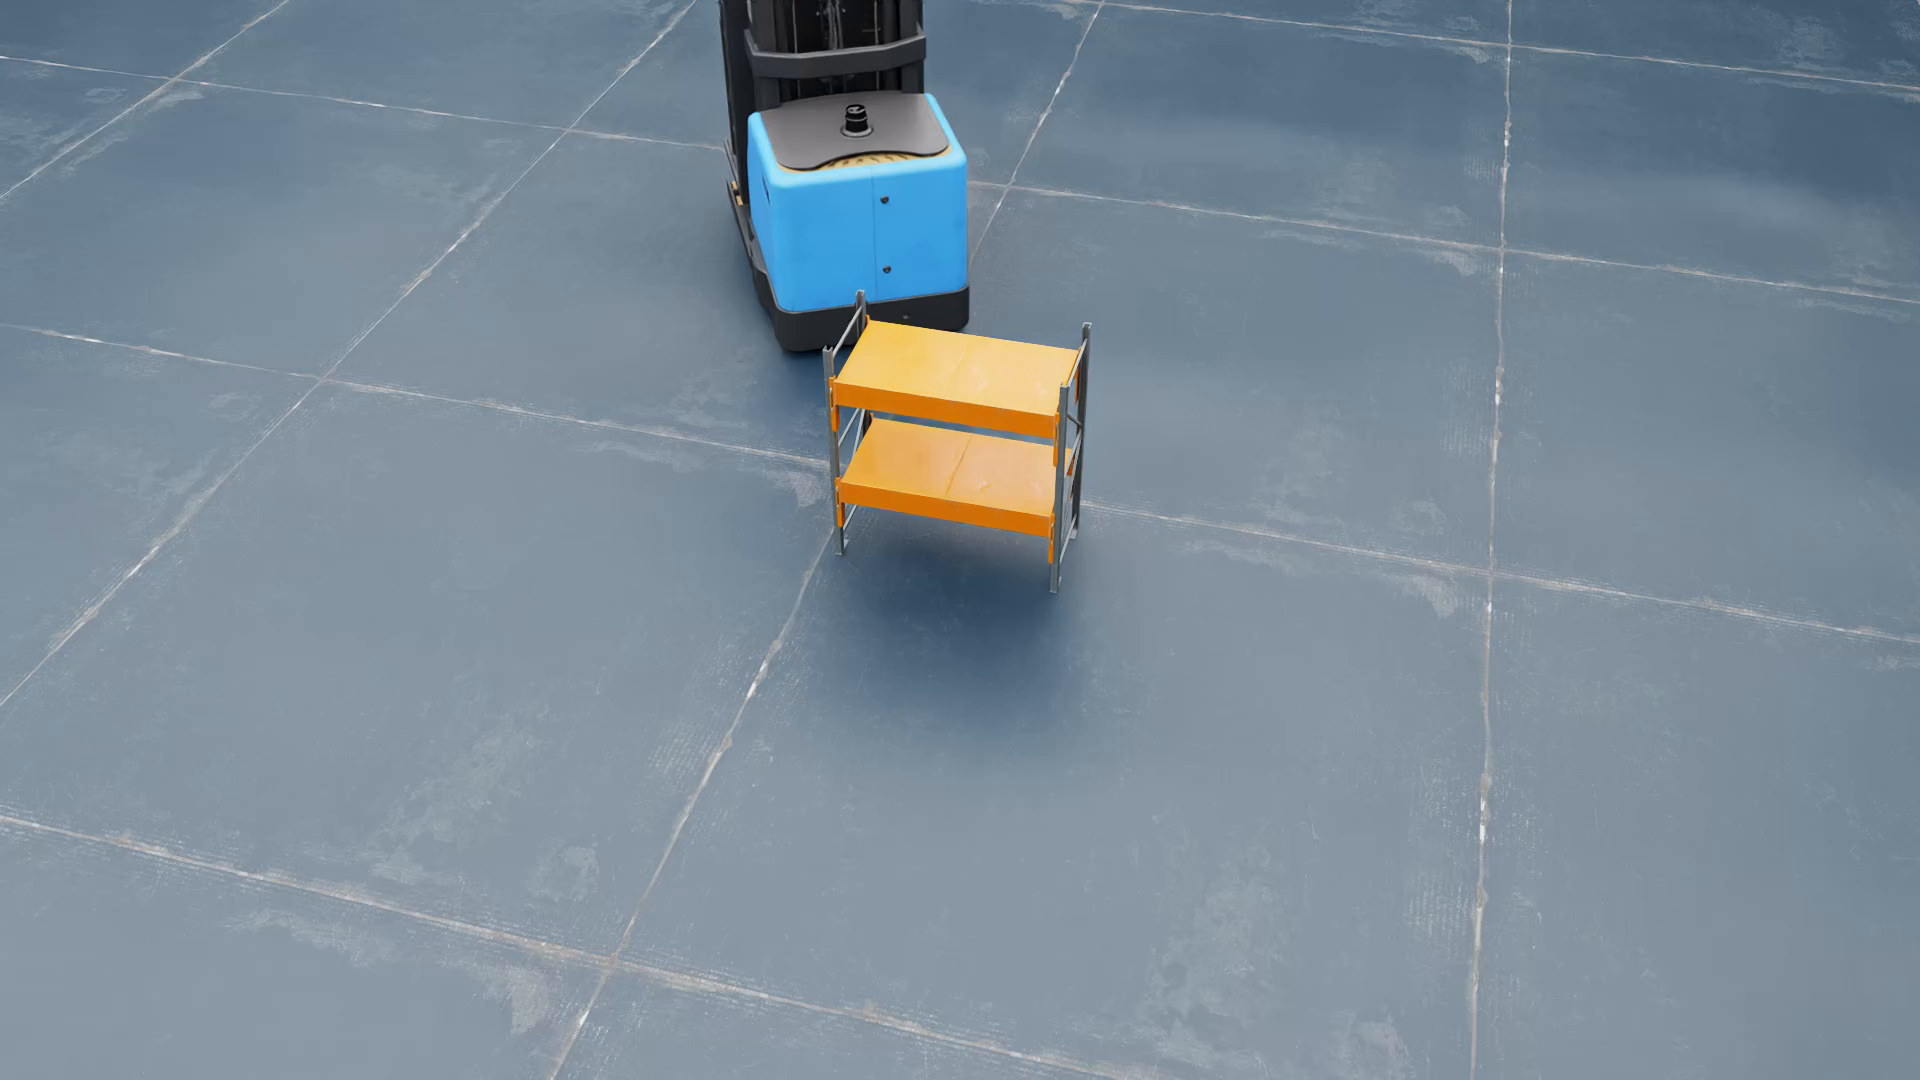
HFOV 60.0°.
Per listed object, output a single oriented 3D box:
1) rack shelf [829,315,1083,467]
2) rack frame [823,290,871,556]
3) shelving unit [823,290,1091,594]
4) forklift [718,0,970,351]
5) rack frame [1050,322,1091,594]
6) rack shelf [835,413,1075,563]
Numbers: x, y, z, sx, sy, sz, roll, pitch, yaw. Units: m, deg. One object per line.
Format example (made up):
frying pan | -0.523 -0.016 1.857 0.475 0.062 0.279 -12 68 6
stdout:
rack shelf | -0.007 -0.656 7.226 1.000 0.278 0.538 10 41 11
rack frame | -0.498 -0.516 7.515 0.032 1.125 0.500 10 41 11
shelving unit | -0.007 -0.432 7.414 1.048 1.125 0.538 10 41 11
forklift | -0.802 -3.085 9.169 1.130 2.935 3.031 -9 41 -11
rack frame | 0.485 -0.347 7.314 0.032 1.125 0.500 10 41 11
rack shelf | -0.007 -0.245 7.571 1.000 0.278 0.538 10 41 11
